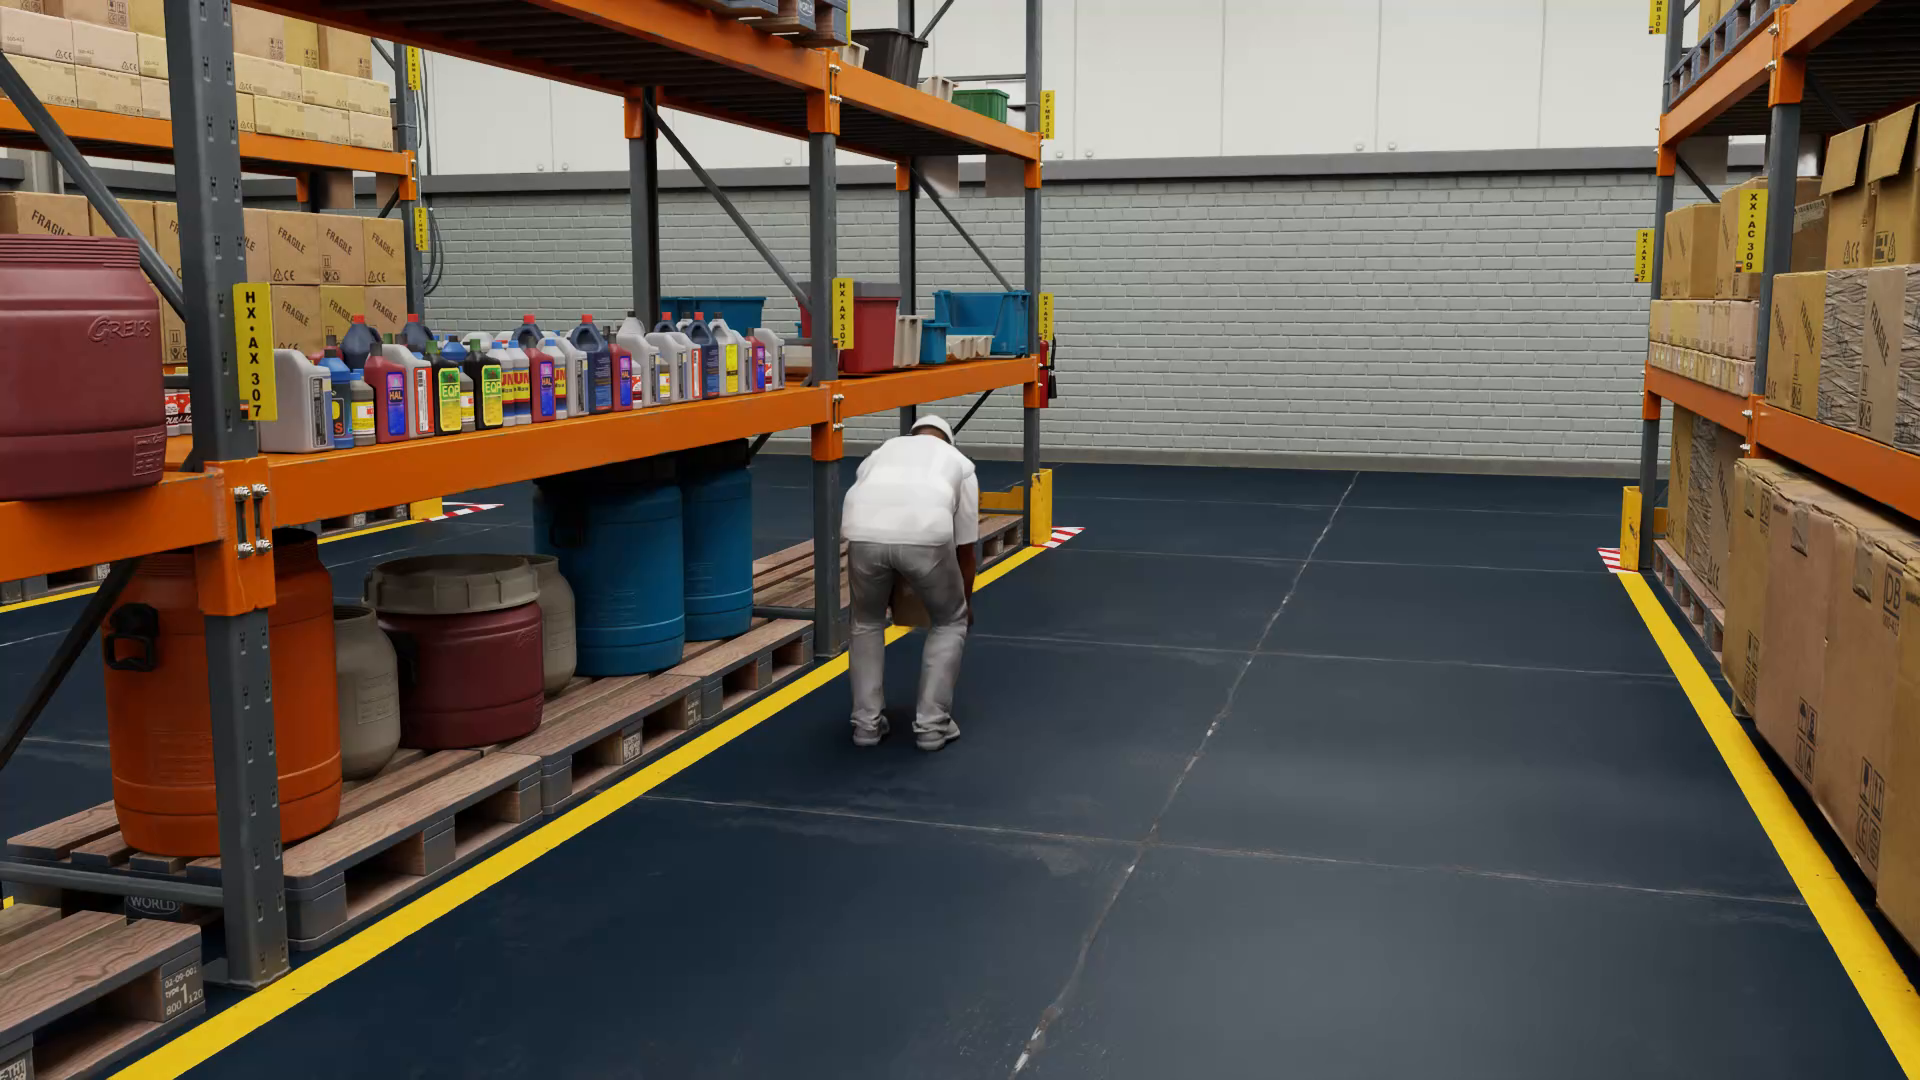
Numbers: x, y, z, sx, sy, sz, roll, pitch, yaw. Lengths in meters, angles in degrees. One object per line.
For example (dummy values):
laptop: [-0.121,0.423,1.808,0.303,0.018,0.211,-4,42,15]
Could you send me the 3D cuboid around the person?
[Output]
person: [-0.191,0.144,6.612,0.498,1.231,0.946,2,8,11]
